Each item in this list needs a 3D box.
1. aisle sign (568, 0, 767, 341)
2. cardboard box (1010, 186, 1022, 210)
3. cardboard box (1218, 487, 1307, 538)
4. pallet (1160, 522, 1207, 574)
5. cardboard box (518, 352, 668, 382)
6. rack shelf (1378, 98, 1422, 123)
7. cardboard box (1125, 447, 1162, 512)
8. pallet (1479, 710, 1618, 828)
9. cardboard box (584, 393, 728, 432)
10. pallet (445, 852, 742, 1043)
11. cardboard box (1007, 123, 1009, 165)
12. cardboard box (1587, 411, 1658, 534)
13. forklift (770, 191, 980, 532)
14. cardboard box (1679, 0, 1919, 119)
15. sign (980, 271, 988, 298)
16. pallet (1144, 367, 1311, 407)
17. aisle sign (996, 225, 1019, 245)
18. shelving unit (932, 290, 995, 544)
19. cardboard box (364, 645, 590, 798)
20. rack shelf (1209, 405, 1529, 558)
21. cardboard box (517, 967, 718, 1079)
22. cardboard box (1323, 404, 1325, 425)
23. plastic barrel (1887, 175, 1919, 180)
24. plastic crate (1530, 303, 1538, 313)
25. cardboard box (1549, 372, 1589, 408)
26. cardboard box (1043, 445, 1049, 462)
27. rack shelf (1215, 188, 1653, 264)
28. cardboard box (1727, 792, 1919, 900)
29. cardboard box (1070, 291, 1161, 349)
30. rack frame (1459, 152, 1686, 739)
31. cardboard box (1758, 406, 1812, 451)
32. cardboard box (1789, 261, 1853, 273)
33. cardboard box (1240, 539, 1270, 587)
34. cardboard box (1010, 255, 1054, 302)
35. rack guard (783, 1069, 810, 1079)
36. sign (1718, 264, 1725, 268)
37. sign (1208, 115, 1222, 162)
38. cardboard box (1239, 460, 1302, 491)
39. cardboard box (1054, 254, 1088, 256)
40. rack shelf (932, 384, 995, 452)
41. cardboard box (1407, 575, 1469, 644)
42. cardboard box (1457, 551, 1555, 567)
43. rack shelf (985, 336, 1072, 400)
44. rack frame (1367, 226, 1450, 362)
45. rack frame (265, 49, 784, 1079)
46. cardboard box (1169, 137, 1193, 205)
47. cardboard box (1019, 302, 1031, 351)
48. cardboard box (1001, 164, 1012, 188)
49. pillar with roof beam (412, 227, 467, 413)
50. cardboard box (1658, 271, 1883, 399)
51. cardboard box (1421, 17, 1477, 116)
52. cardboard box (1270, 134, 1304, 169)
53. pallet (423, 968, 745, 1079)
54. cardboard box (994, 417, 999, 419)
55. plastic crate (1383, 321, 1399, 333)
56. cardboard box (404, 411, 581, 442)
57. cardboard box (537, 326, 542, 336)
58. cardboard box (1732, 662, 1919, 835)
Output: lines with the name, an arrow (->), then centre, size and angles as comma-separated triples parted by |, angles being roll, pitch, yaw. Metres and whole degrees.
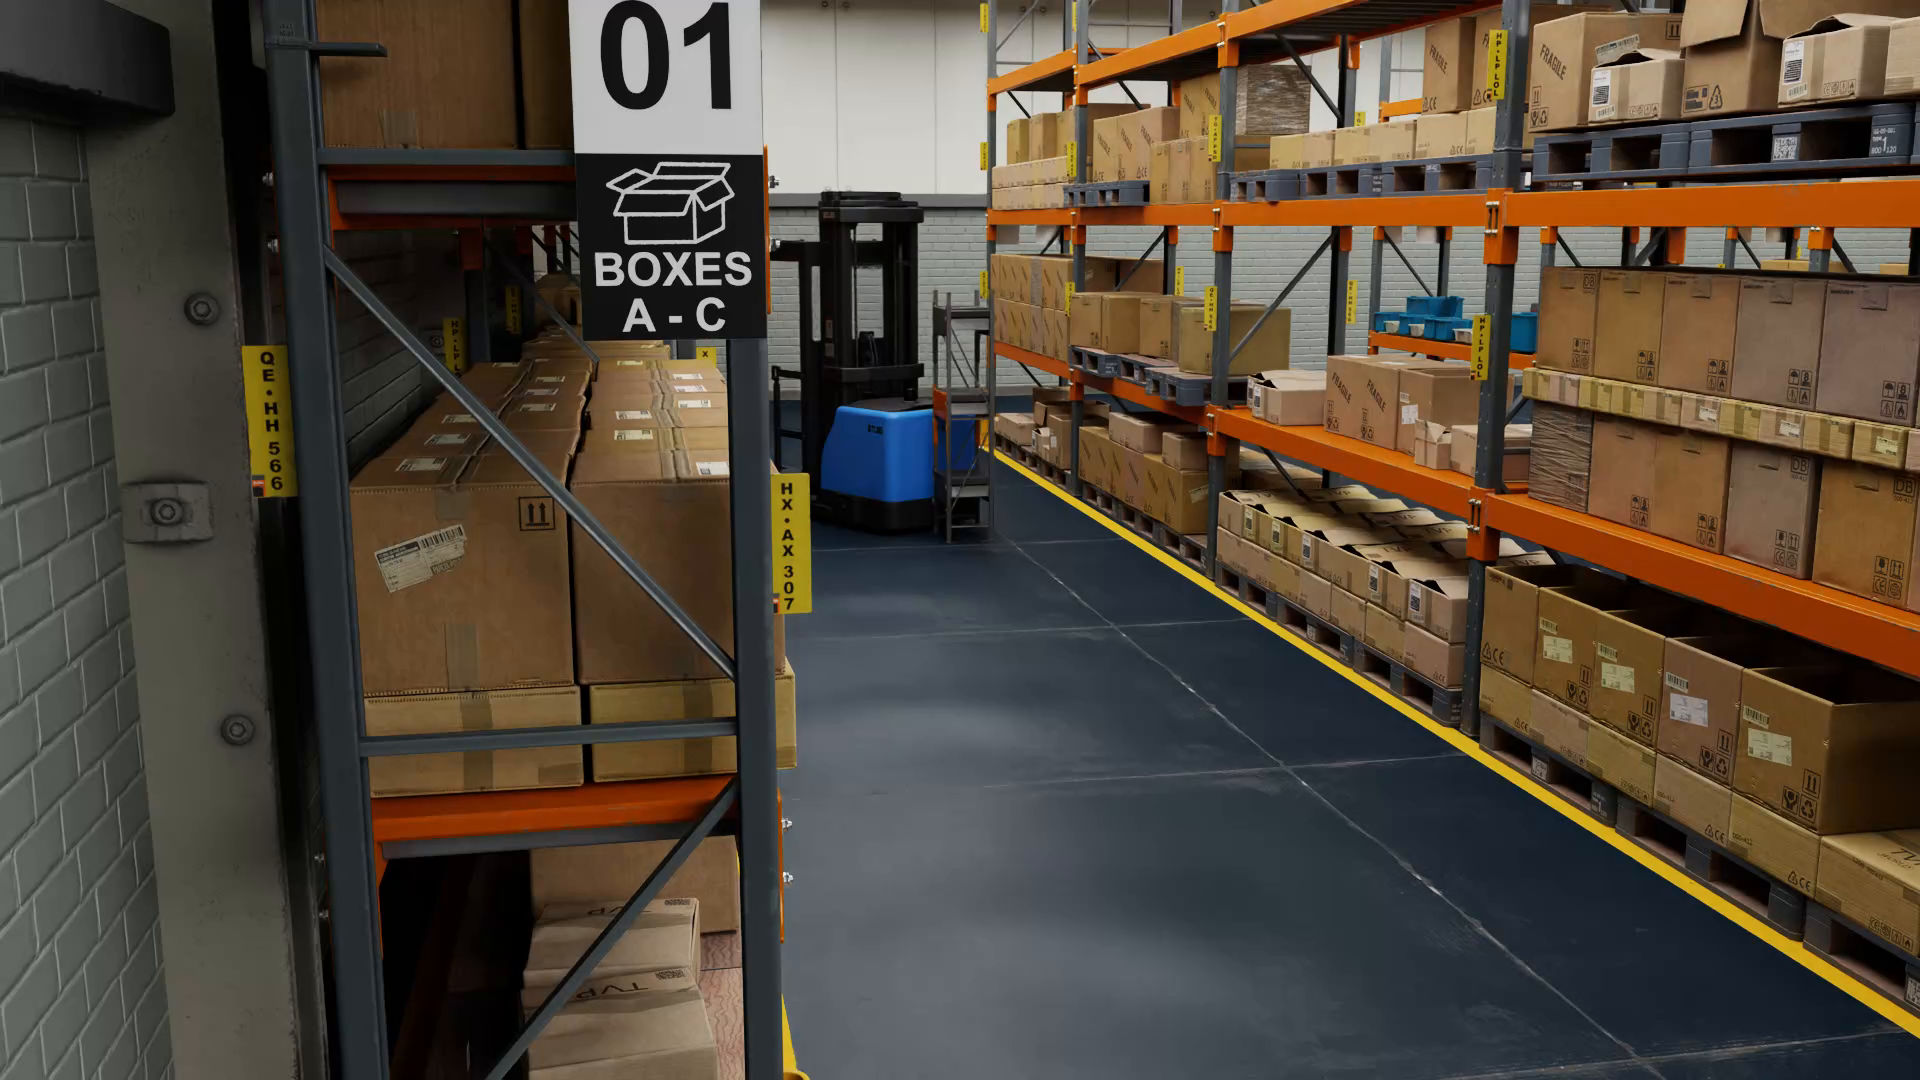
aisle sign -> -0.616, -0.820, 3.532 | 0.394, 0.787, 0.004 | -2, 11, -11
cardboard box -> 0.856, -3.774, 18.379 | 0.500, 0.250, 0.500 | -2, 11, -11
cardboard box -> 2.192, -0.218, 12.051 | 0.500, 0.311, 0.500 | -2, 11, -9
pallet -> 2.270, 0.038, 13.434 | 1.003, 0.211, 1.213 | -2, 11, -11
cardboard box -> -1.768, -0.639, 8.088 | 0.700, 0.500, 0.500 | -2, 11, -11
rack shelf -> 6.070, -4.871, 18.714 | 1.077, 0.370, 4.000 | -2, 11, -11
cardboard box -> 1.757, -0.536, 14.498 | 0.500, 0.500, 0.500 | -3, 11, -13
pallet -> 3.269, 1.057, 8.078 | 1.003, 0.211, 1.213 | -2, 11, -11
cardboard box -> -1.015, -0.229, 5.719 | 0.500, 0.500, 0.500 | -2, 11, -9
pallet -> -1.297, 1.437, 6.084 | 1.003, 0.211, 1.213 | -2, 11, -11
cardboard box -> 0.938, -4.581, 19.280 | 0.700, 0.500, 0.500 | -2, 11, -11
cardboard box -> 3.357, -0.332, 7.649 | 0.700, 0.500, 0.500 | -2, 11, -12
forklift -> -1.147, -1.729, 15.439 | 1.130, 2.935, 3.031 | -9, 14, -39
cardboard box -> 3.352, -1.953, 6.638 | 0.797, 0.503, 0.637 | -1, 11, -5
sign -> 0.290, -3.067, 19.970 | 0.100, 0.325, 0.005 | -2, 11, -11
pallet -> 2.177, -1.221, 13.104 | 1.213, 0.211, 1.003 | -2, 11, -11
aisle sign -> 0.521, -3.940, 19.922 | 0.394, 0.787, 0.004 | -2, 11, -11
shelving unit -> 0.027, -1.052, 14.110 | 0.431, 2.100, 0.503 | -3, 11, -14
cardboard box -> -1.206, 0.439, 4.213 | 0.500, 0.250, 0.500 | -2, 11, -10
rack shelf -> 2.767, -0.474, 10.586 | 1.077, 0.370, 4.000 | -2, 11, -11
cardboard box -> -0.971, 1.429, 4.681 | 0.500, 0.311, 0.500 | -3, 11, -17
cardboard box -> 2.681, -0.839, 11.252 | 0.380, 0.149, 0.250 | -1, 11, -7
plastic barrel -> 7.184, -2.935, 12.229 | 0.600, 0.901, 0.600 | 0, 11, 0
plastic crate -> 6.532, -2.341, 18.140 | 0.402, 0.464, 0.583 | -2, 11, -11
cardboard box -> 3.067, -0.726, 7.984 | 0.380, 0.149, 0.250 | -2, 11, -10
cardboard box -> 1.079, -0.904, 17.371 | 0.380, 0.149, 0.250 | -2, 11, -11
rack shelf -> 2.767, -1.947, 10.306 | 1.077, 0.370, 4.000 | -2, 11, -11
cardboard box -> 3.332, 1.147, 6.376 | 0.500, 0.250, 0.500 | -2, 11, -11
cardboard box -> 1.473, -2.088, 15.753 | 0.700, 0.500, 0.500 | -6, 12, -30
rack frame -> 3.156, -0.460, 8.592 | 1.000, 3.000, 0.127 | -2, 11, -11
cardboard box -> 3.369, -0.442, 6.493 | 0.380, 0.149, 0.250 | -2, 11, -12
cardboard box -> 10.572, -3.177, 20.466 | 0.500, 0.500, 0.500 | -2, 11, -13
cardboard box -> 2.290, 0.150, 11.619 | 0.500, 0.250, 0.500 | -2, 11, -13
cardboard box -> 0.851, -2.923, 18.589 | 0.500, 0.500, 0.500 | -2, 11, -10
rack guard -> -0.939, 1.668, 4.094 | 1.175, 0.500, 0.348 | -2, 11, -11
sign -> 9.994, -3.466, 21.855 | 0.100, 0.325, 0.005 | -2, 11, -11
sign -> 1.845, -2.902, 12.016 | 0.100, 0.325, 0.005 | -2, 11, -11
cardboard box -> 2.462, -0.372, 13.635 | 0.500, 0.500, 0.500 | -3, 11, -13
cardboard box -> 1.277, -3.037, 19.189 | 0.500, 0.500, 0.500 | -2, 11, -9
rack shelf -> 0.027, -1.039, 14.113 | 0.431, 0.518, 0.480 | -3, 11, -14
cardboard box -> 2.796, 0.345, 9.093 | 0.500, 0.311, 0.500 | -2, 11, -11
cardboard box -> 3.228, 0.232, 9.686 | 0.500, 0.311, 0.500 | -2, 11, -12
rack shelf -> 1.211, -1.941, 18.295 | 1.077, 0.370, 4.000 | -2, 11, -11
rack frame -> 5.681, -2.840, 21.098 | 1.000, 3.000, 0.127 | -2, 11, -11
rack frame -> -0.925, 0.454, 3.787 | 1.000, 3.000, 0.127 | -2, 11, -11
cardboard box -> 2.161, -2.889, 13.062 | 0.910, 0.500, 0.500 | -2, 11, -11
cardboard box -> 0.945, -2.341, 18.205 | 0.500, 0.500, 0.500 | -2, 11, -10
cardboard box -> 0.757, -4.111, 18.814 | 0.500, 0.250, 0.500 | -2, 11, -11
pillar with roof beam -> 1.147, -3.847, 10.340 | 9.100, 9.000, 0.400 | -2, 11, -11
cardboard box -> 3.445, -0.881, 7.065 | 0.700, 0.500, 0.500 | -2, 11, -11
cardboard box -> 2.941, -2.653, 9.362 | 0.500, 0.500, 0.500 | -1, 11, -6
cardboard box -> 2.521, -2.719, 11.714 | 0.500, 0.250, 0.500 | -3, 11, -15
pallet -> -1.063, 1.660, 4.911 | 1.003, 0.211, 1.213 | -2, 11, -11
cardboard box -> 0.566, -1.387, 19.911 | 0.380, 0.149, 0.250 | -2, 11, -11
plastic crate -> 5.388, -2.621, 20.491 | 0.250, 0.136, 0.298 | -2, 11, -11
cardboard box -> -1.418, -0.116, 5.127 | 0.500, 0.500, 0.500 | -2, 11, -13
cardboard box -> -2.831, -1.295, 11.862 | 0.500, 0.500, 0.500 | -2, 11, -11
cardboard box -> 3.329, 0.779, 6.306 | 0.500, 0.500, 0.500 | -2, 11, -11
